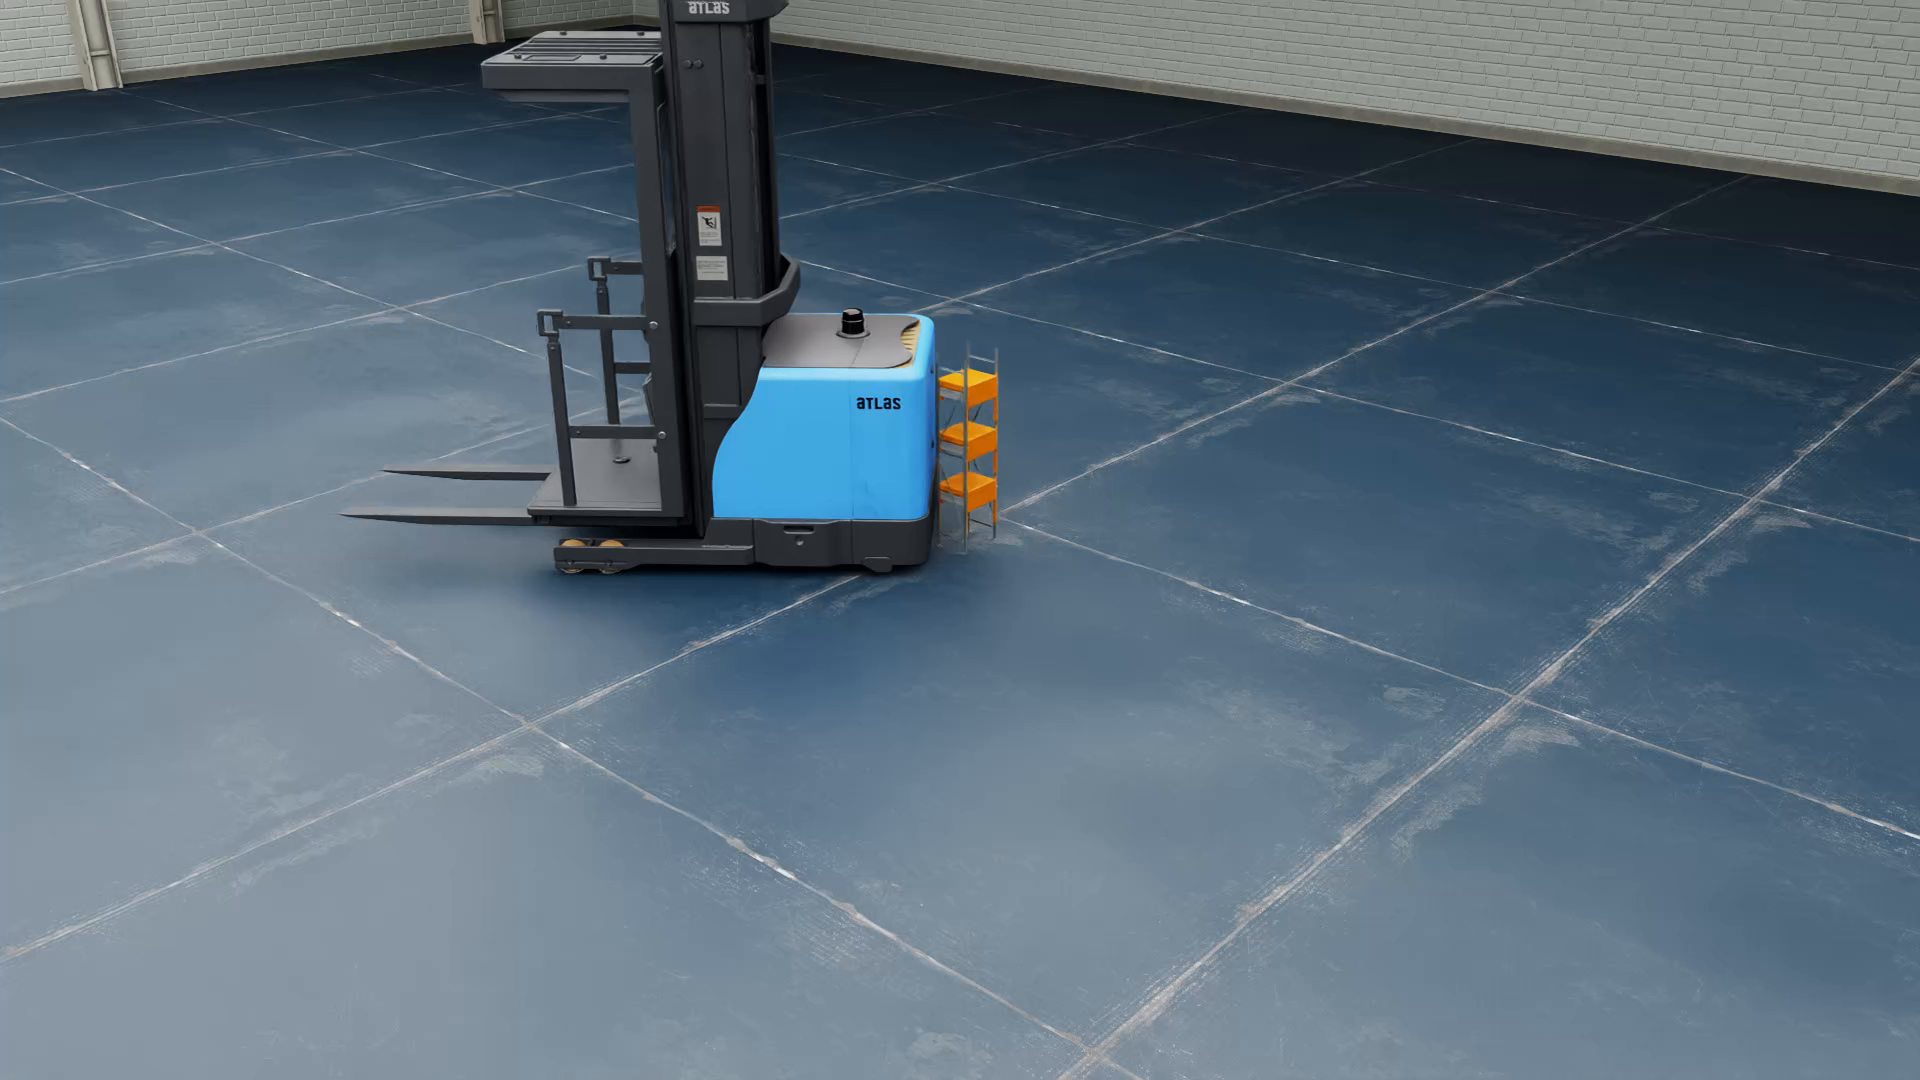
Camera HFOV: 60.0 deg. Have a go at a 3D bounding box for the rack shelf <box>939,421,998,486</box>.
[{"bbox_3d":[0.034,-0.455,8.507,0.215,0.259,0.240,19,30,36],"label":"rack shelf"}]

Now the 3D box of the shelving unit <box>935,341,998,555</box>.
[{"bbox_3d":[0.034,-0.464,8.502,0.215,1.050,0.252,19,30,36],"label":"shelving unit"}]

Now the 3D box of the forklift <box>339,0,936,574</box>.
[{"bbox_3d":[-1.652,-1.381,8.248,3.031,2.935,1.130,1,24,2],"label":"forklift"}]

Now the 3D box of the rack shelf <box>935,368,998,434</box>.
[{"bbox_3d":[0.034,-0.714,8.390,0.215,0.259,0.240,19,30,36],"label":"rack shelf"}]

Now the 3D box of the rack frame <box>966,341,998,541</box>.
[{"bbox_3d":[0.112,-0.503,8.588,0.200,1.050,0.008,19,30,36],"label":"rack frame"}]

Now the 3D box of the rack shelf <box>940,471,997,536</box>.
[{"bbox_3d":[0.034,-0.201,8.620,0.215,0.259,0.240,19,30,36],"label":"rack shelf"}]

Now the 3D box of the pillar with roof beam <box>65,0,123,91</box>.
[{"bbox_3d":[-8.250,-8.981,17.781,9.100,9.000,0.400,20,31,38],"label":"pillar with roof beam"}]

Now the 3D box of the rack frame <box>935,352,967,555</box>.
[{"bbox_3d":[-0.043,-0.426,8.416,0.200,1.050,0.008,19,30,36],"label":"rack frame"}]
